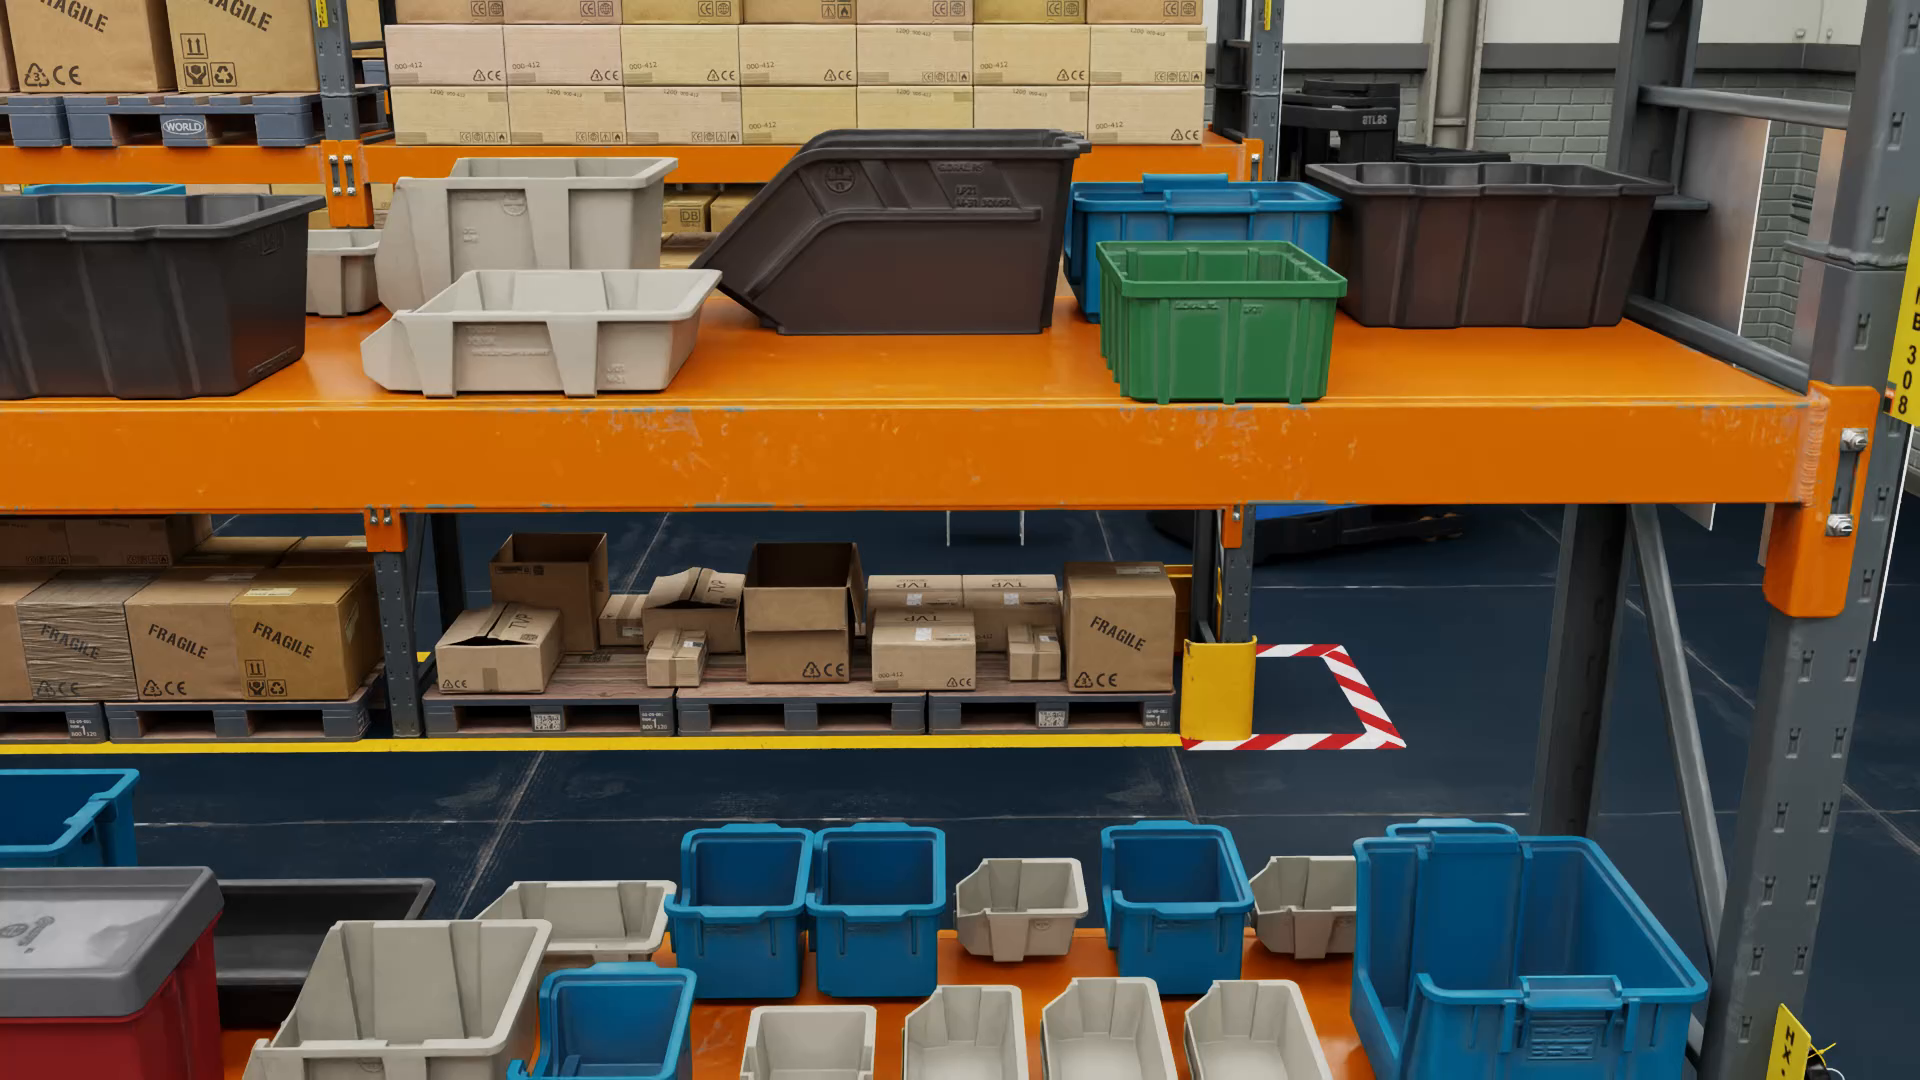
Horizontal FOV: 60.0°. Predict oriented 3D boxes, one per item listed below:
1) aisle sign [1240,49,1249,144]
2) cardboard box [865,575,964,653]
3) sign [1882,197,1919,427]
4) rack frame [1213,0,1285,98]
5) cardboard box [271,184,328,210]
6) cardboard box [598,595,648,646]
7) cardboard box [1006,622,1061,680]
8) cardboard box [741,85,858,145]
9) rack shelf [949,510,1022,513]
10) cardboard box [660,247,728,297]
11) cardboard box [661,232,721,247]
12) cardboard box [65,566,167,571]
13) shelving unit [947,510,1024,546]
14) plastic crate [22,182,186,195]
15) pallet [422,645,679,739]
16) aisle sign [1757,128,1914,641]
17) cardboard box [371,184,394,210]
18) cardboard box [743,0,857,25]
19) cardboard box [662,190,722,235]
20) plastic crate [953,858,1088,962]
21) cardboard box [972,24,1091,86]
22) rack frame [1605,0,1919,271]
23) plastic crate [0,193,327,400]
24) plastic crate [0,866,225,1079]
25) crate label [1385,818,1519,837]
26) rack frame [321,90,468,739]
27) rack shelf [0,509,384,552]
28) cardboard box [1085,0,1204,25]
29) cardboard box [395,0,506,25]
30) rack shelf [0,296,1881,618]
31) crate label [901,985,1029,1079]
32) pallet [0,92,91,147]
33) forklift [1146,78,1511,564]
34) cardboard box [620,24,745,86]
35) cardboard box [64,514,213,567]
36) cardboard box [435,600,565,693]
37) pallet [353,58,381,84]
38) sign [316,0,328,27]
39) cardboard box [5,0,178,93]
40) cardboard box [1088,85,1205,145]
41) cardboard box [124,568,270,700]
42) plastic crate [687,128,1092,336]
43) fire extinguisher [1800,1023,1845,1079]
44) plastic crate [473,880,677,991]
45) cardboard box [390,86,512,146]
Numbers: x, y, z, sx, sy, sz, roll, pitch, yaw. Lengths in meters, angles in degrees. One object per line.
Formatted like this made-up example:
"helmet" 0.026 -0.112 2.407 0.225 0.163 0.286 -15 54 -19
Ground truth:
"aisle sign" 1.376 -1.966 8.009 0.004 0.787 0.394 0 18 -1
"cardboard box" -0.236 0.383 8.725 0.500 0.250 0.500 0 18 -1
"sign" 1.412 -0.335 2.443 0.005 0.325 0.100 0 18 -1
"rack frame" 1.312 -3.494 7.209 0.127 3.000 1.000 0 18 -1
"cardboard box" -4.763 -2.602 12.338 0.500 0.250 0.500 -1 18 -2
"cardboard box" -1.748 0.420 8.775 0.250 0.149 0.380 0 18 -1
"cardboard box" 0.366 0.554 8.328 0.250 0.166 0.380 0 18 -1
"cardboard box" -0.697 -1.909 7.422 0.500 0.250 0.500 0 18 -1
"rack shelf" 0.165 -0.283 10.960 0.480 0.148 0.258 0 18 -1
"cardboard box" -1.182 -1.064 7.652 0.500 0.500 0.500 -1 18 -2
"cardboard box" -1.169 -1.229 8.169 0.500 0.500 0.500 0 18 0
"cardboard box" -4.208 0.296 8.585 0.500 0.500 0.500 0 18 0
"shelving unit" 0.165 -0.572 10.867 0.503 1.200 0.258 0 18 -1
"plastic crate" -1.707 -0.556 3.234 0.300 0.233 0.416 0 18 -1
"pallet" -2.000 0.706 8.500 1.213 0.211 1.003 0 18 -1
"aisle sign" 1.463 -0.274 2.734 0.004 0.787 0.394 0 18 -1
"cardboard box" -4.253 -2.605 12.346 0.500 0.250 0.500 0 18 0
"cardboard box" -0.702 -2.597 7.521 0.500 0.500 0.700 0 18 -1
"cardboard box" -2.226 -2.272 12.728 0.700 0.700 0.980 0 18 0
"plastic crate" 0.135 0.852 3.814 0.298 0.136 0.250 0 18 -1
"cardboard box" 0.303 -2.150 7.355 0.500 0.250 0.500 0 18 -1
"rack frame" 1.387 -1.982 2.493 0.127 3.000 1.000 0 18 -1
"plastic crate" -1.366 -0.394 2.668 0.590 0.269 0.497 0 18 -1
"plastic crate" -1.716 0.908 3.105 0.583 0.464 0.402 0 18 -1
"crate label" 1.135 0.827 3.735 0.303 0.233 0.416 0 18 -1
"rack frame" -2.687 -0.619 8.065 0.127 3.000 1.000 0 18 -1
"rack shelf" -4.687 -0.266 8.145 4.000 0.370 1.077 0 18 -1
"cardboard box" 0.799 -2.582 7.476 0.500 0.500 0.700 0 18 -1
"cardboard box" -2.201 -2.585 7.482 0.500 0.500 0.700 0 18 -1
"rack shelf" -0.613 -0.201 3.031 4.000 0.370 1.077 0 18 -1
"crate label" 0.006 1.037 3.237 0.243 0.136 0.396 0 18 -1
"pallet" -4.377 -1.970 7.674 1.003 0.211 1.213 0 18 -1
"forklift" 2.823 -1.522 10.994 3.031 2.935 1.130 -8 19 -23
"cardboard box" -1.197 -2.142 7.330 0.500 0.250 0.500 0 18 -1
"cardboard box" -4.174 -0.062 8.475 0.500 0.250 0.500 0 18 -1
"cardboard box" -2.264 0.516 8.209 0.500 0.311 0.500 0 18 -1
"pallet" -5.007 -3.476 12.372 1.213 0.211 1.003 1 18 2
"sign" -2.675 -2.311 6.939 0.005 0.325 0.100 0 18 -1
"cardboard box" -3.860 -2.352 7.543 0.600 0.600 0.600 0 18 -1
"cardboard box" 0.803 -1.912 7.431 0.500 0.250 0.500 0 18 -1
"cardboard box" -3.670 0.452 8.100 0.500 0.500 0.500 0 18 -1
"plastic crate" -0.145 -0.600 3.199 0.767 0.338 0.504 0 18 -1
"fire extinguisher" 1.545 1.228 3.047 0.183 0.674 0.296 0 18 -1
"plastic crate" -0.876 0.891 3.692 0.466 0.136 0.293 0 18 -1
"cardboard box" -2.197 -1.902 7.401 0.500 0.250 0.500 0 18 -1
